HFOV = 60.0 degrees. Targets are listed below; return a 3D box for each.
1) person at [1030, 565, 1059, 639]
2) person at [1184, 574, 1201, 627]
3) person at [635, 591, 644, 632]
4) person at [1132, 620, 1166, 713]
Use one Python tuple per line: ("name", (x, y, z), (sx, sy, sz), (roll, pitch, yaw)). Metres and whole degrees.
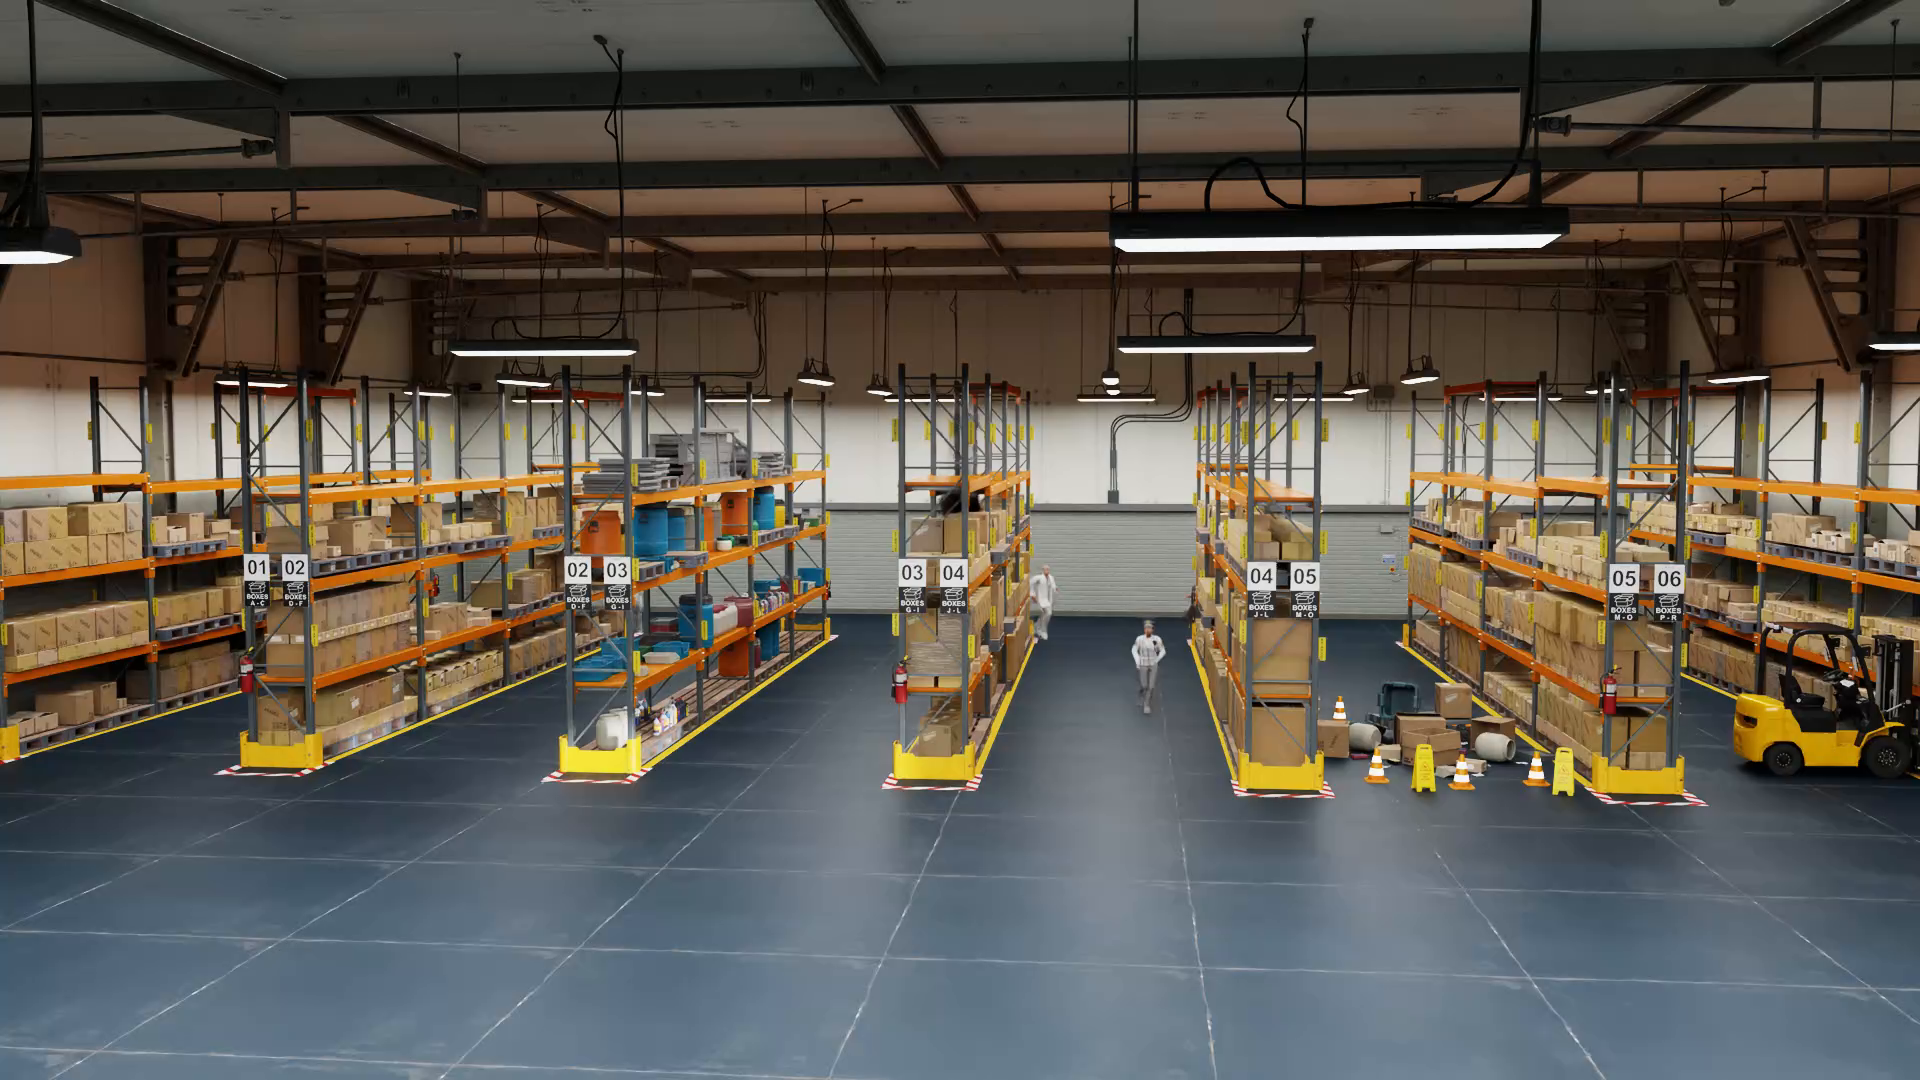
("person", (2.073, 1.520, 40.754), (0.717, 1.819, 0.830), (-3, 5, -44))
("person", (5.741, 1.572, 40.386), (0.585, 1.687, 0.728), (0, 4, 7))
("person", (-8.305, 1.455, 41.933), (0.695, 1.848, 0.683), (4, 5, 44))
("person", (3.393, 2.264, 29.826), (0.604, 1.669, 0.567), (0, 4, 4))
